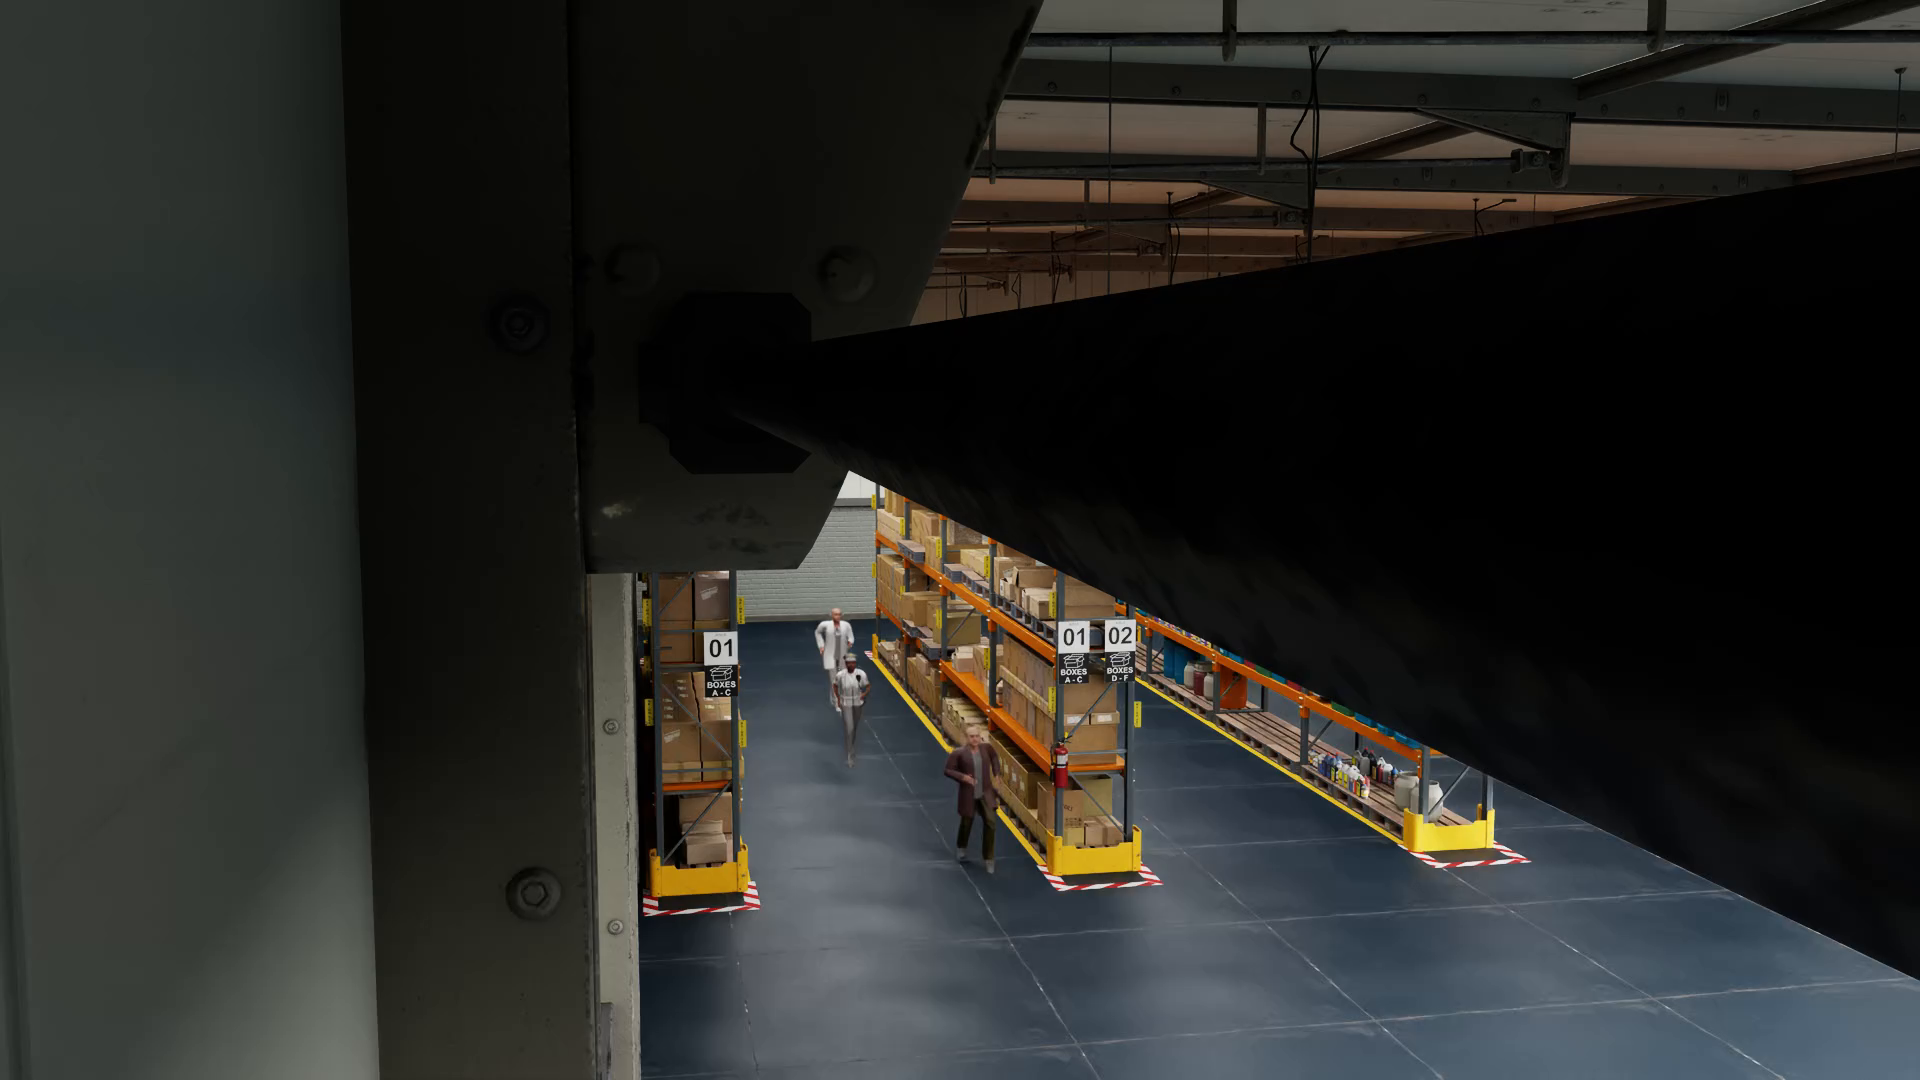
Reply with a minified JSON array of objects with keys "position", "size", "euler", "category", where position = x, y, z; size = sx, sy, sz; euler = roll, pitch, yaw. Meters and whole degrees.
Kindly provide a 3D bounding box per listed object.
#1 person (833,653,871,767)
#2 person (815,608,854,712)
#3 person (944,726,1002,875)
[{"position":[-1.681,2.600,25.987],"size":[0.575,1.737,0.794],"euler":[-1,6,-14],"category":"person"},{"position":[-2.231,2.133,29.764],"size":[0.662,1.773,0.984],"euler":[-2,6,-21],"category":"person"},{"position":[0.176,3.266,21.160],"size":[0.781,1.836,0.878],"euler":[-2,6,-15],"category":"person"}]
